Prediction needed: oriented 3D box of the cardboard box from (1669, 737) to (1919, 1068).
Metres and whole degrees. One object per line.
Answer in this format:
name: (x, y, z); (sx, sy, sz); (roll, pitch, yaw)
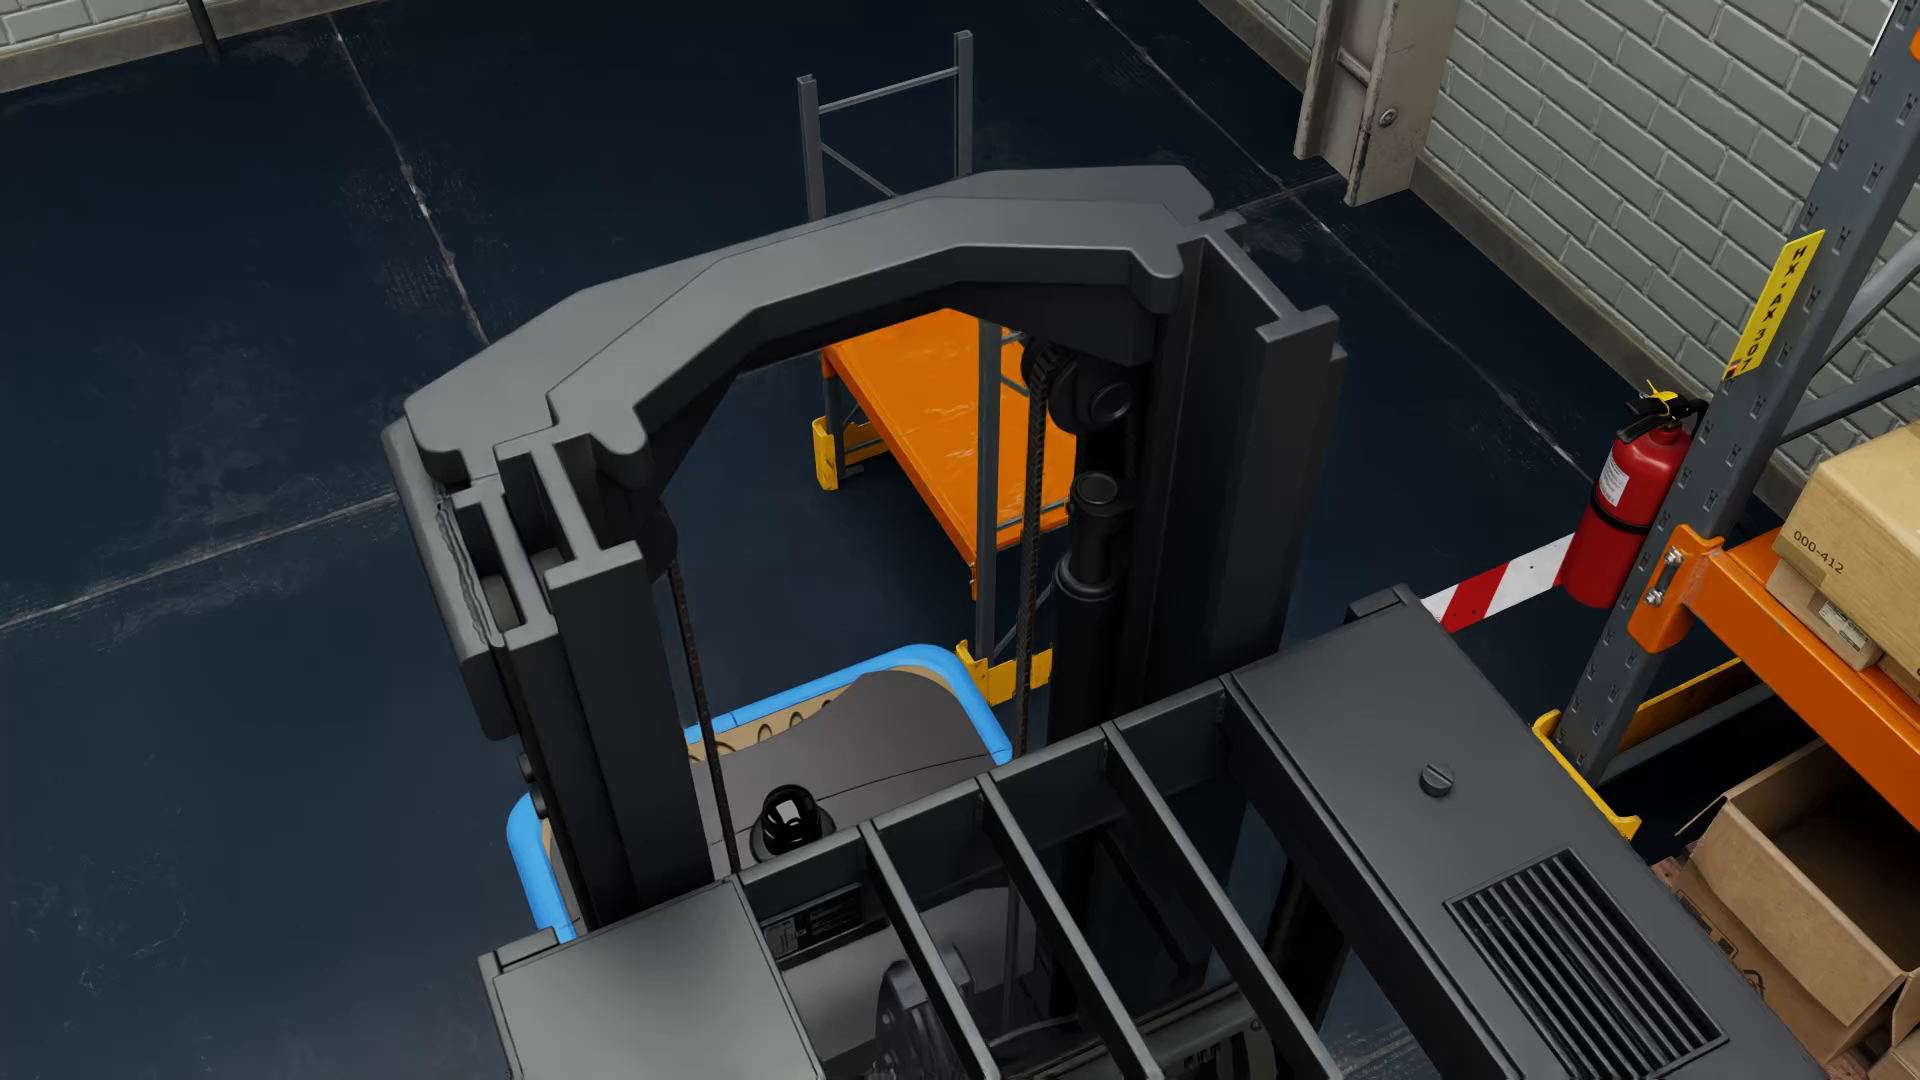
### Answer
cardboard box: (2.172, 0.796, 3.940); (0.797, 0.503, 0.637); (-23, 53, -19)

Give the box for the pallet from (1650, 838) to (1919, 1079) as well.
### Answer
pallet: (2.377, 1.173, 4.084); (1.003, 0.211, 1.213); (-21, 52, -18)

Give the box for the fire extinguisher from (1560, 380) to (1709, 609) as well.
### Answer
fire extinguisher: (1.498, -0.121, 3.662); (0.296, 0.674, 0.183); (-21, 52, -18)

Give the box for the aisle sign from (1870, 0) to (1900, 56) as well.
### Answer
aisle sign: (1.684, -1.130, 2.518); (0.394, 0.787, 0.004); (-21, 52, -18)

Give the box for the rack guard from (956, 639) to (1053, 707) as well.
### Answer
rack guard: (0.263, 0.302, 4.820); (0.587, 0.250, 0.087); (-21, 52, -18)

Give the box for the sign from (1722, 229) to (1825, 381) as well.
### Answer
sign: (1.494, -0.428, 3.056); (0.100, 0.325, 0.005); (-21, 52, -18)

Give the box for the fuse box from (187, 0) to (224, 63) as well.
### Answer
fuse box: (-3.102, -2.585, 6.374); (0.539, 1.711, 0.414); (-21, 52, -18)

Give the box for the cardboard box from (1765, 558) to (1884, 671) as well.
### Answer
cardboard box: (1.883, 0.068, 3.365); (0.380, 0.149, 0.250); (-22, 52, -18)

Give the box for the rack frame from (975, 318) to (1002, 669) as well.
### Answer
rack frame: (0.272, -0.096, 4.338); (0.500, 1.500, 0.032); (-21, 52, -18)

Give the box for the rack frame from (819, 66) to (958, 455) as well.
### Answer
rack frame: (-0.192, -0.777, 4.934); (0.475, 1.308, 0.013); (-21, 52, -18)

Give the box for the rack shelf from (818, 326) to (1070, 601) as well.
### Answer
rack shelf: (0.039, -0.318, 4.771); (0.538, 0.185, 1.000); (-21, 52, -18)

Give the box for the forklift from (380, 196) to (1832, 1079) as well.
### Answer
forklift: (0.156, 1.107, 2.335); (1.130, 2.935, 3.031); (-20, 52, -17)

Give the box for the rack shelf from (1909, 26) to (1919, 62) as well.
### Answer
rack shelf: (2.891, 0.258, 1.516); (1.077, 0.370, 4.000); (-21, 52, -18)

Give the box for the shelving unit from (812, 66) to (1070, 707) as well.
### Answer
shelving unit: (0.035, -0.443, 4.641); (0.587, 1.500, 1.083); (-21, 52, -18)

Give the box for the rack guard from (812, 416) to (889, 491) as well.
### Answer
rack guard: (-0.193, -0.365, 5.403); (0.587, 0.250, 0.087); (-21, 52, -18)

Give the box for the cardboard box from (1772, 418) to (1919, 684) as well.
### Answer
cardboard box: (1.944, 0.018, 3.143); (0.500, 0.250, 0.500); (-21, 52, -17)

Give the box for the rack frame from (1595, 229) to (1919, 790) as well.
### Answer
rack frame: (1.973, -0.328, 3.544); (0.949, 2.616, 0.053); (-21, 52, -18)
